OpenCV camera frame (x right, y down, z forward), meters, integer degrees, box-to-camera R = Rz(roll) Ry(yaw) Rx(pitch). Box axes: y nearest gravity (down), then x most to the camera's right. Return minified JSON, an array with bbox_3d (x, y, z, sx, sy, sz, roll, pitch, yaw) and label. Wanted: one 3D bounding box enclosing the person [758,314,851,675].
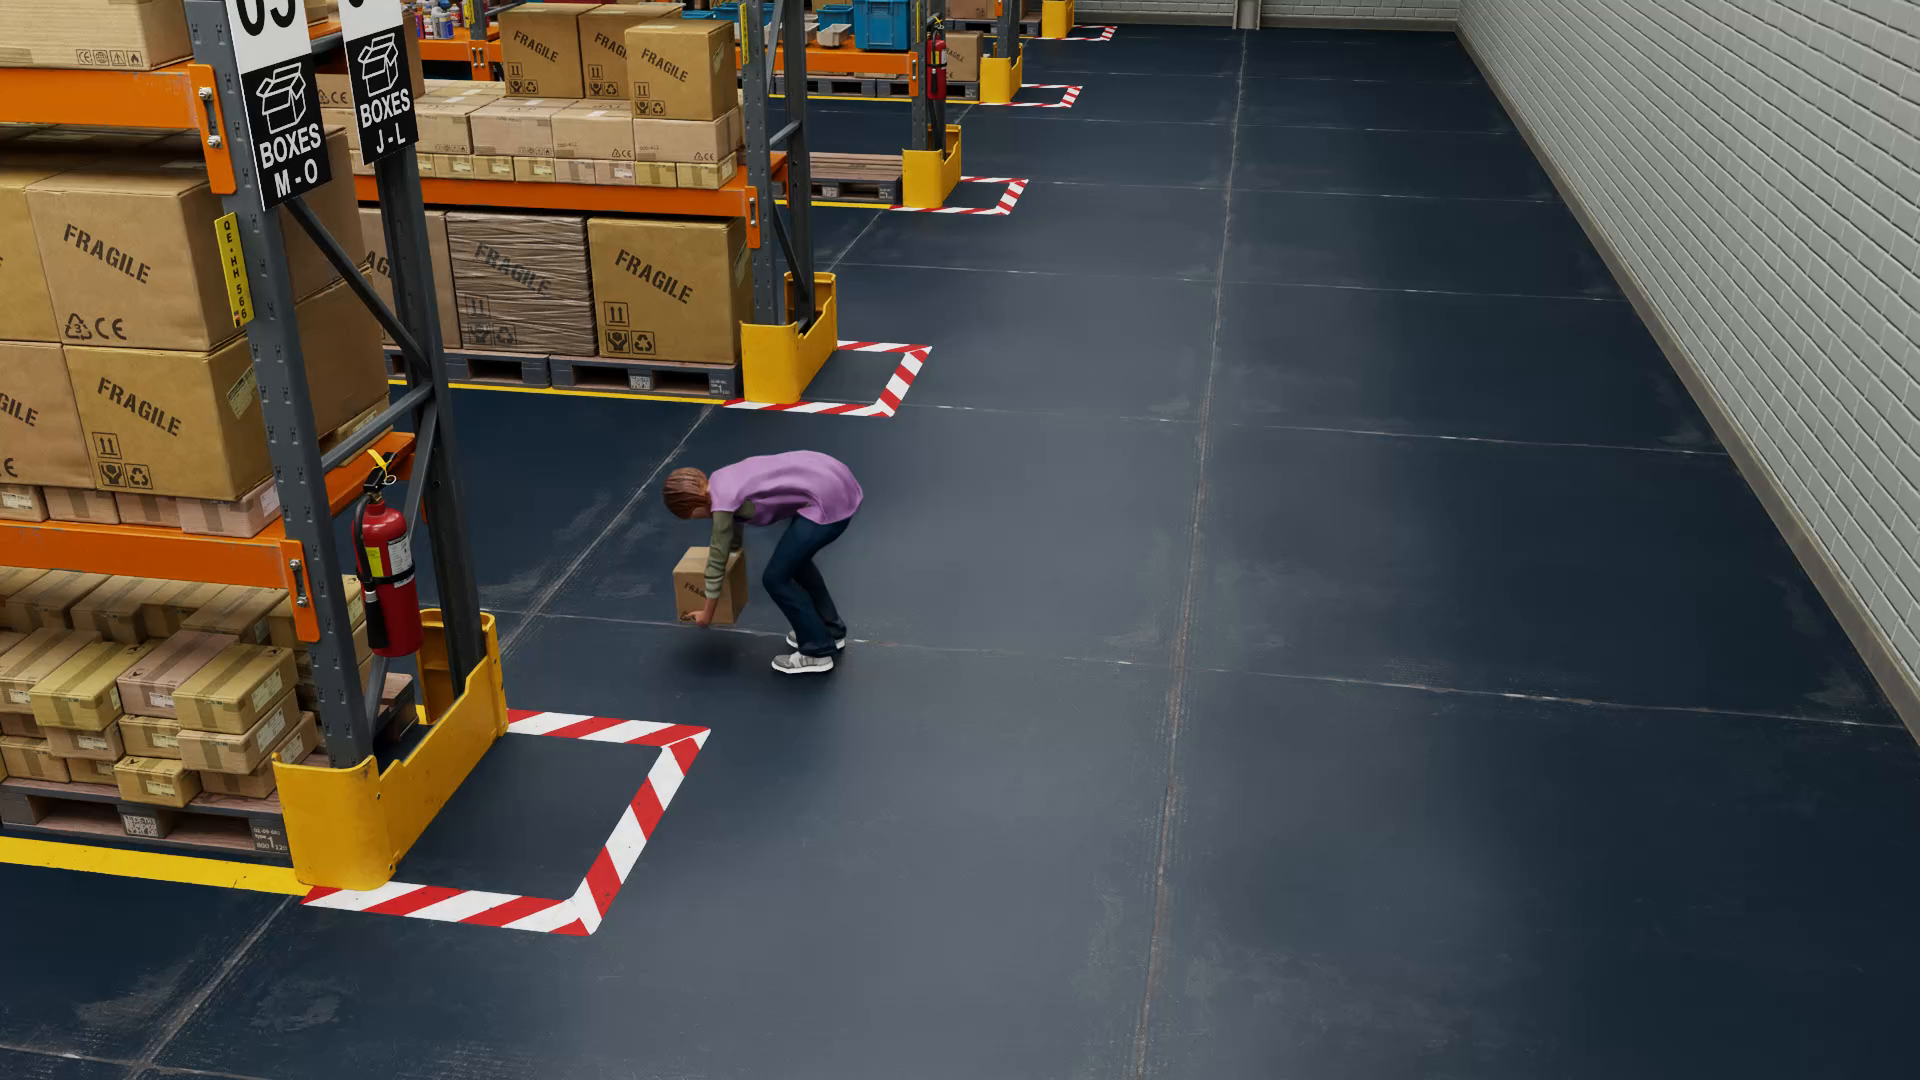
[{"bbox_3d":[-0.638,-0.185,7.027,0.346,1.580,0.467,3,25,6],"label":"person"}]
